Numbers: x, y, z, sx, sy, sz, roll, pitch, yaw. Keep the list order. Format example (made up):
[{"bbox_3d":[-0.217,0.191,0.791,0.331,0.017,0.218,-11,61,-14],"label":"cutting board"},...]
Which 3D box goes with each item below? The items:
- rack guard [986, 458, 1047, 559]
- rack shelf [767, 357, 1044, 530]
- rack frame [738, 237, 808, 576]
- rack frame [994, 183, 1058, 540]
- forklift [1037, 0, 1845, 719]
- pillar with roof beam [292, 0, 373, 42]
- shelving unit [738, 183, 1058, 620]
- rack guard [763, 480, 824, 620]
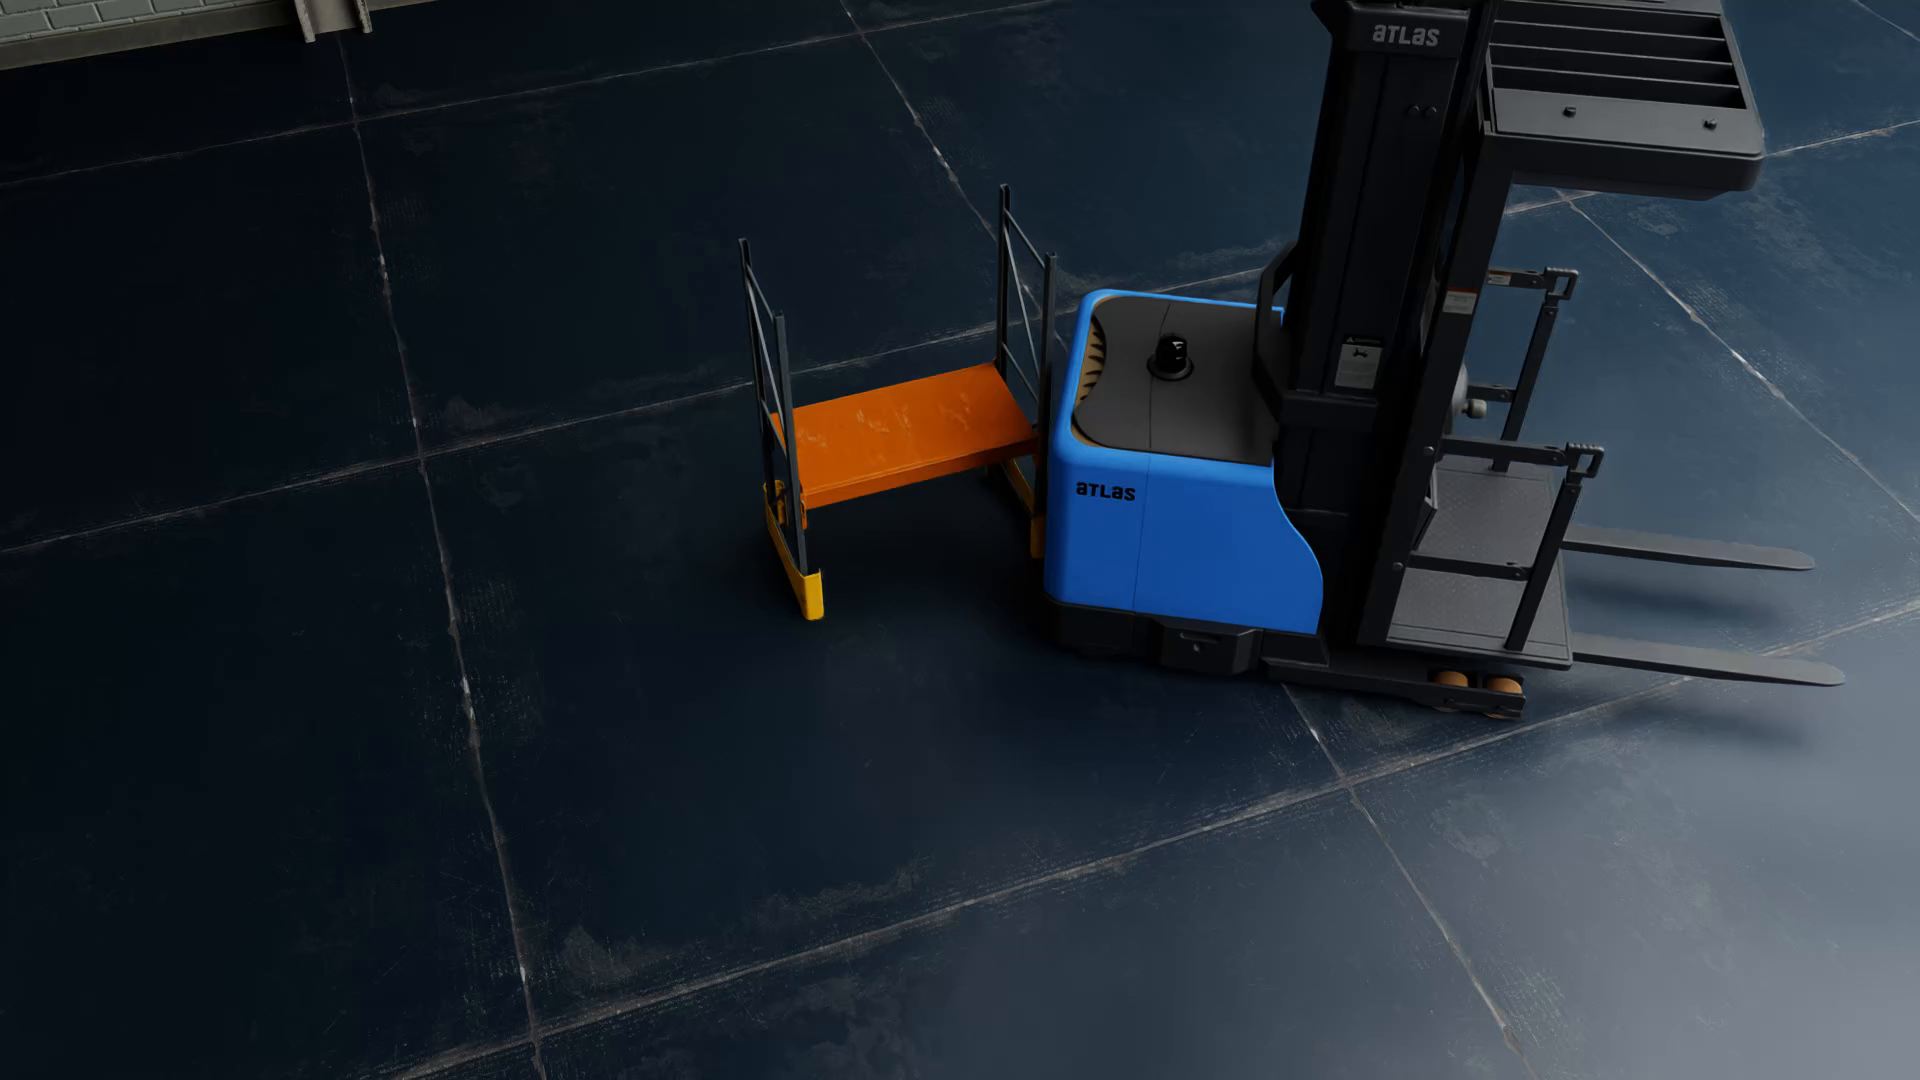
[{"bbox_3d":[0.248,-0.208,7.090,0.087,0.250,0.587,-15,47,-14],"label":"rack guard"},{"bbox_3d":[-0.227,-0.398,6.651,1.000,0.185,0.538,-15,47,-14],"label":"rack shelf"},{"bbox_3d":[-0.704,-0.400,6.399,0.032,1.500,0.500,-15,47,-14],"label":"rack frame"},{"bbox_3d":[0.249,-0.649,6.648,0.032,1.500,0.500,-15,47,-14],"label":"rack frame"},{"bbox_3d":[1.874,-0.759,5.747,3.031,2.935,1.130,7,46,7],"label":"forklift"},{"bbox_3d":[-2.364,-3.467,4.162,0.400,9.000,9.100,-14,47,-14],"label":"pillar with roof beam"},{"bbox_3d":[-0.219,-0.527,6.525,1.083,1.500,0.587,-15,47,-14],"label":"shelving unit"},{"bbox_3d":[-0.686,0.037,6.846,0.087,0.250,0.587,-15,47,-14],"label":"rack guard"}]
